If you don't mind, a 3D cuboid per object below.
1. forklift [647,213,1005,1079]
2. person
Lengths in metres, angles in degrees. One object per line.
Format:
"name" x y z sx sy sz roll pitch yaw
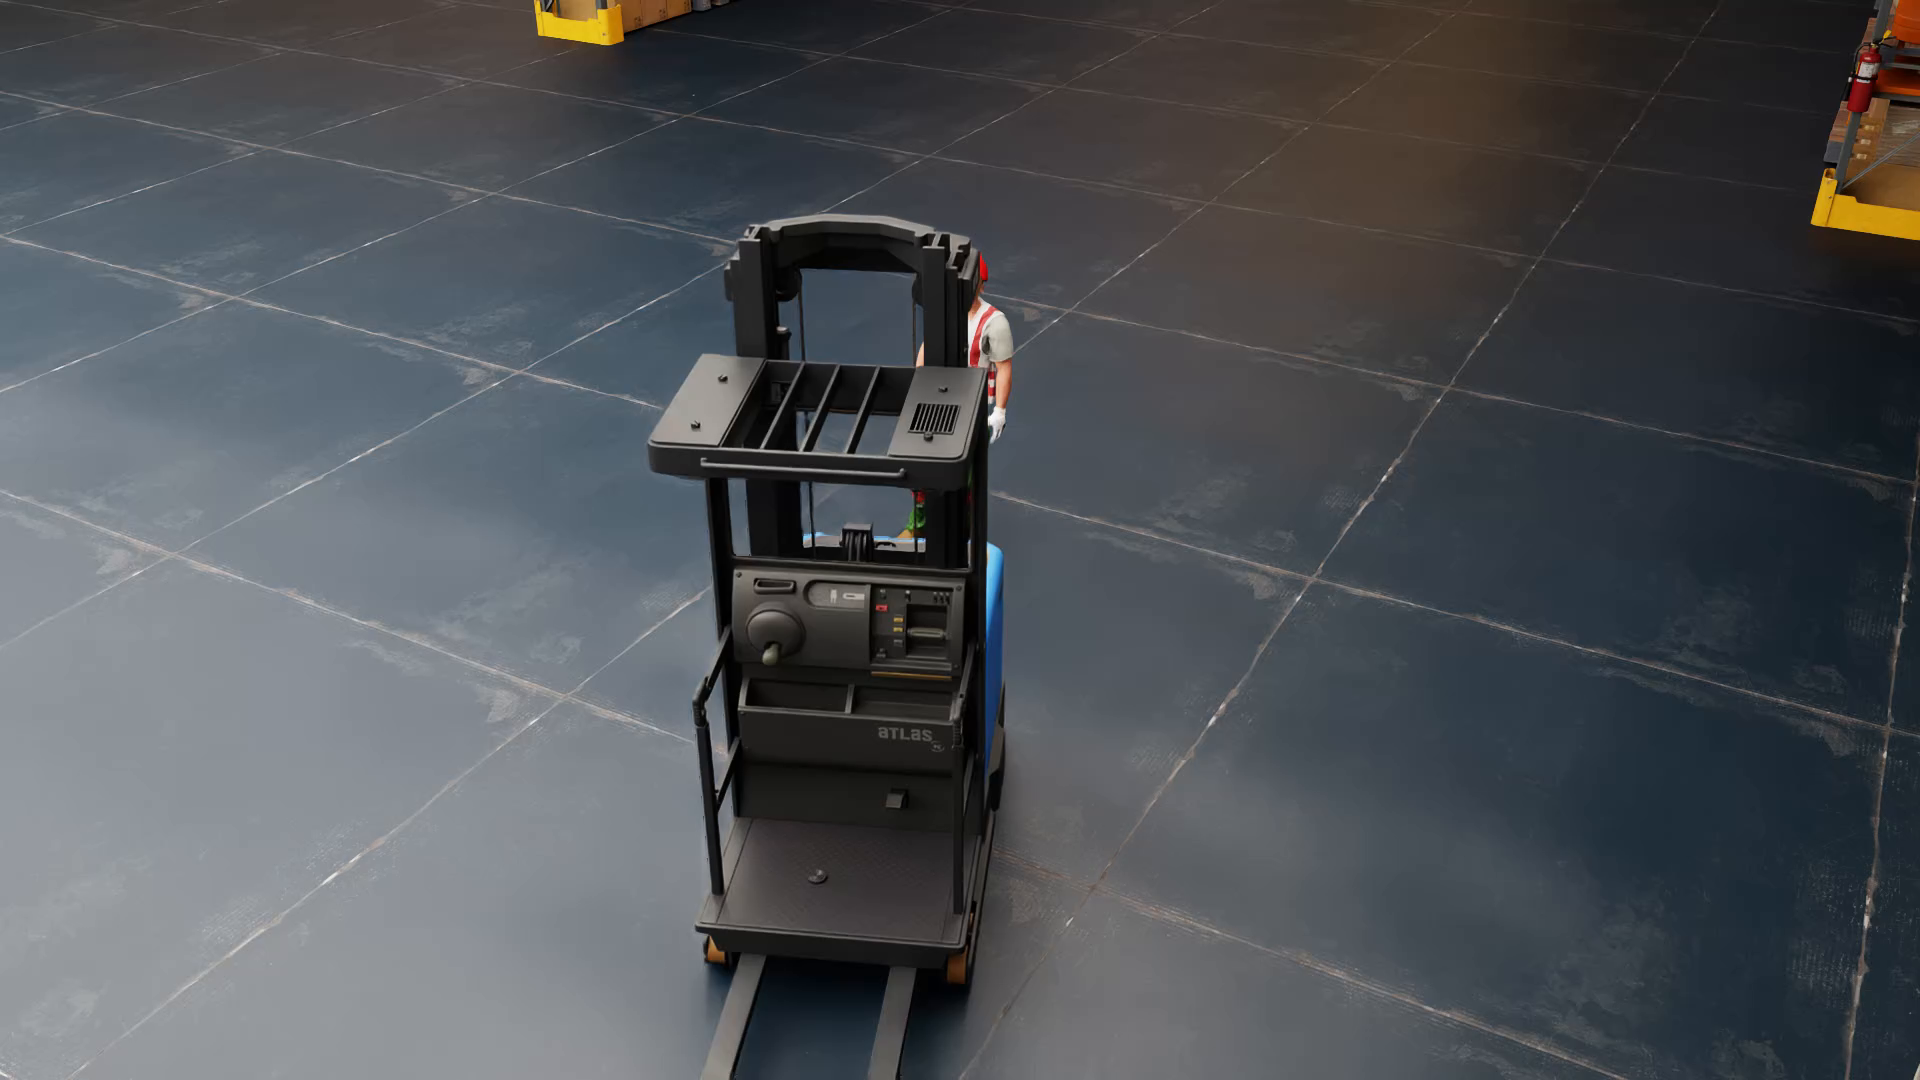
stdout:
"forklift" -0.468 0.372 6.425 1.130 2.935 3.031 3 30 6
"person" -0.048 -0.748 9.495 0.638 1.789 0.562 15 33 25
